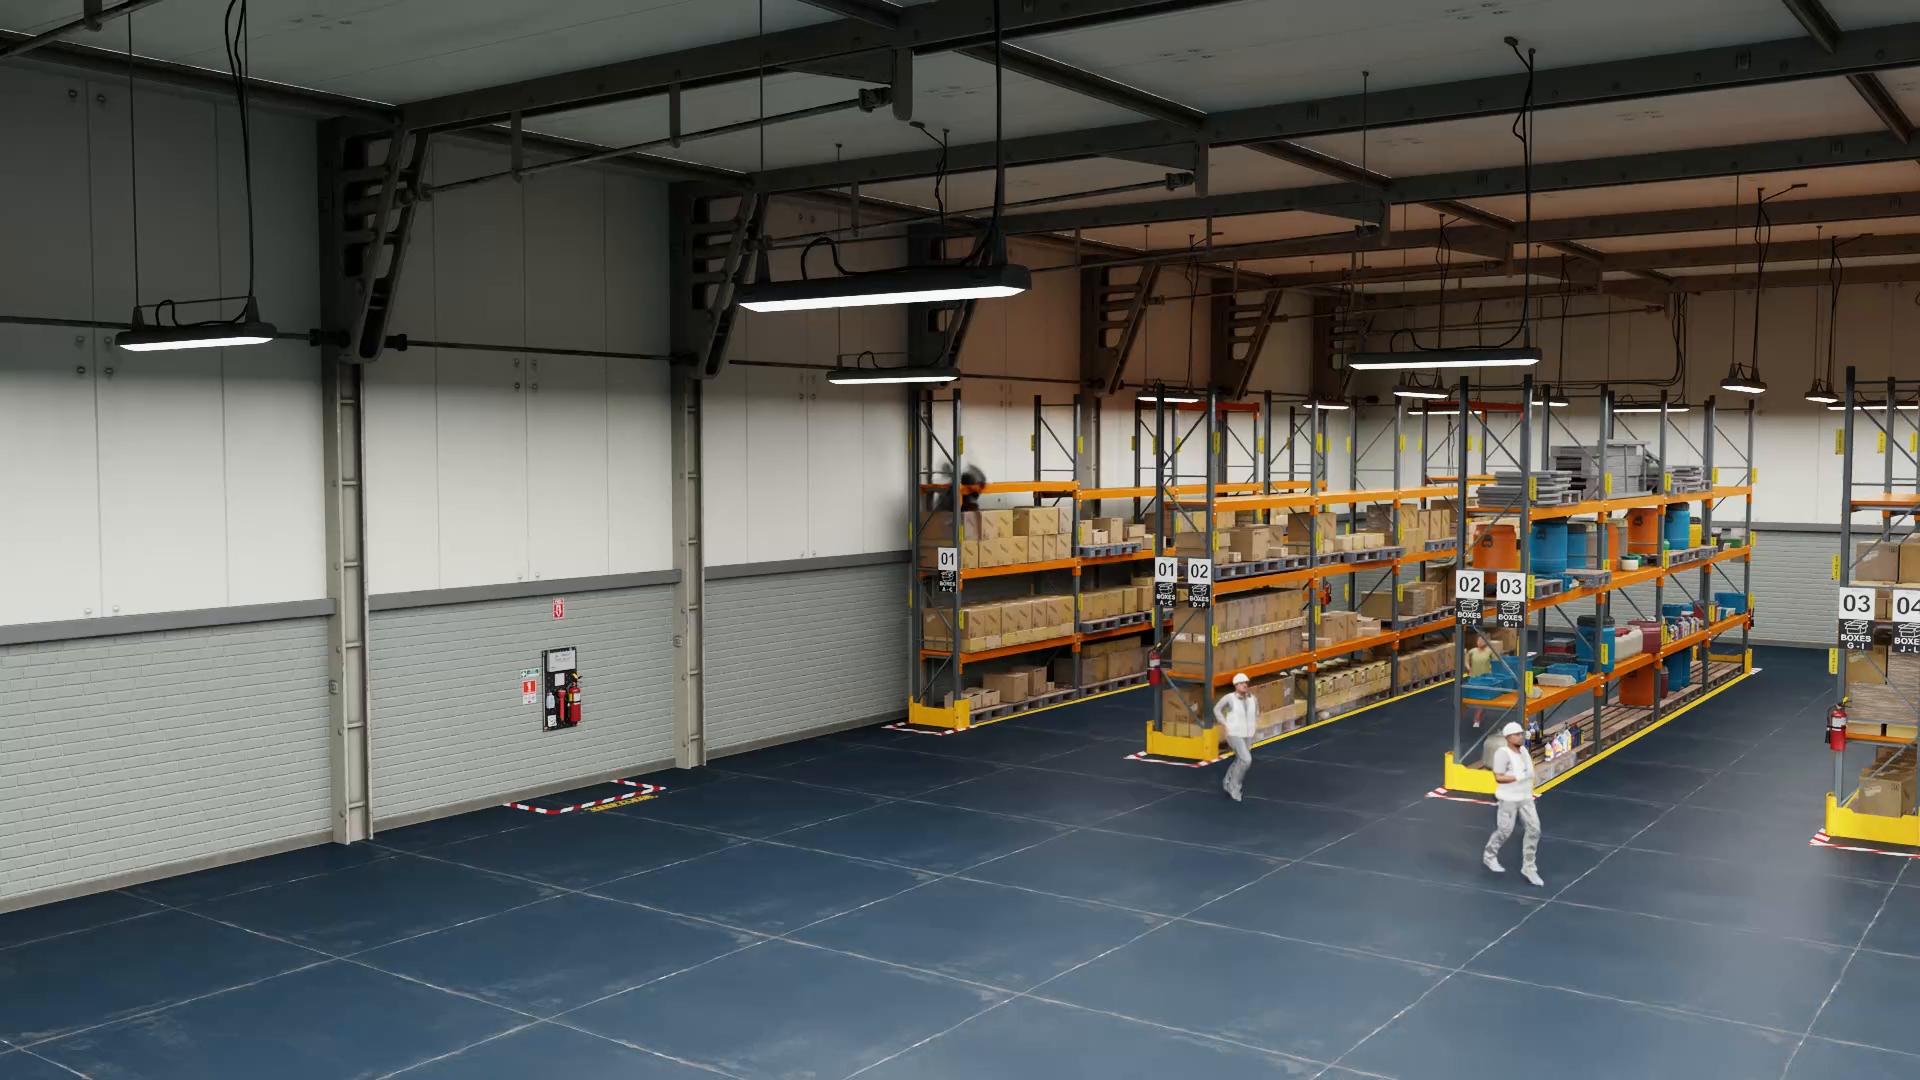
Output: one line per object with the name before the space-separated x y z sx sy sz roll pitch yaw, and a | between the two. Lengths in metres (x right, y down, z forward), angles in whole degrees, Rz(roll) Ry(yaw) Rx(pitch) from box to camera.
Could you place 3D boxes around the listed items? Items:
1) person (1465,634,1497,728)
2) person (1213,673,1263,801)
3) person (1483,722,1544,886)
person | 9.279 2.489 29.617 0.577 1.641 0.752 1 4 23
person | 3.994 2.791 23.570 0.627 1.816 0.739 -2 4 -29
person | 6.361 3.009 19.111 0.657 1.835 0.763 -2 4 -29
